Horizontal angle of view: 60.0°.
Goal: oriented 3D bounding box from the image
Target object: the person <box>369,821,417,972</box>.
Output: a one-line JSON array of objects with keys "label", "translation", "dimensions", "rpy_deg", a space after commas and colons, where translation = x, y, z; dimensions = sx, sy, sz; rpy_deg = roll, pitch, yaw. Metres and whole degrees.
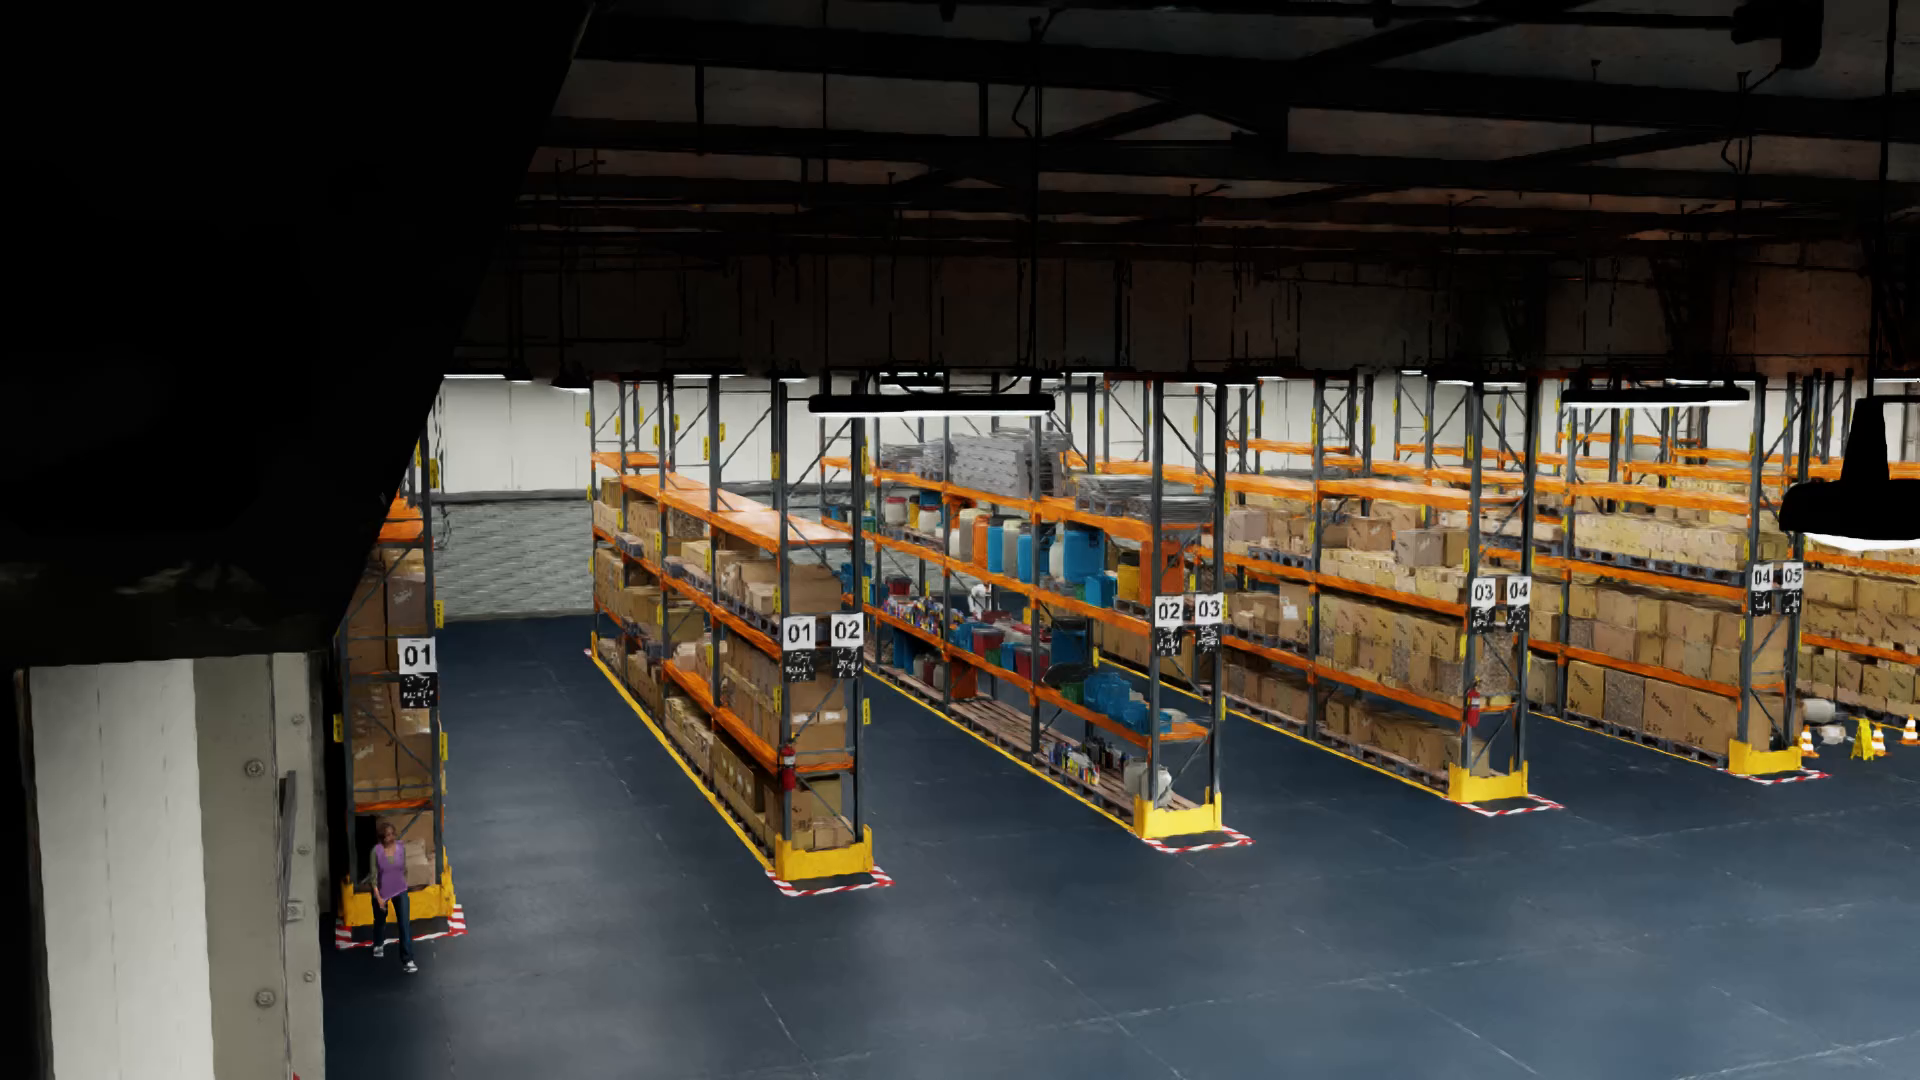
[{"label": "person", "translation": [-5.899, 3.644, 17.173], "dimensions": [0.411, 1.533, 0.957], "rpy_deg": [-3, 7, -29]}]

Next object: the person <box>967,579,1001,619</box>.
[{"label": "person", "translation": [0.500, 1.550, 35.194], "dimensions": [0.729, 1.733, 0.546], "rpy_deg": [-3, 7, -22]}]
